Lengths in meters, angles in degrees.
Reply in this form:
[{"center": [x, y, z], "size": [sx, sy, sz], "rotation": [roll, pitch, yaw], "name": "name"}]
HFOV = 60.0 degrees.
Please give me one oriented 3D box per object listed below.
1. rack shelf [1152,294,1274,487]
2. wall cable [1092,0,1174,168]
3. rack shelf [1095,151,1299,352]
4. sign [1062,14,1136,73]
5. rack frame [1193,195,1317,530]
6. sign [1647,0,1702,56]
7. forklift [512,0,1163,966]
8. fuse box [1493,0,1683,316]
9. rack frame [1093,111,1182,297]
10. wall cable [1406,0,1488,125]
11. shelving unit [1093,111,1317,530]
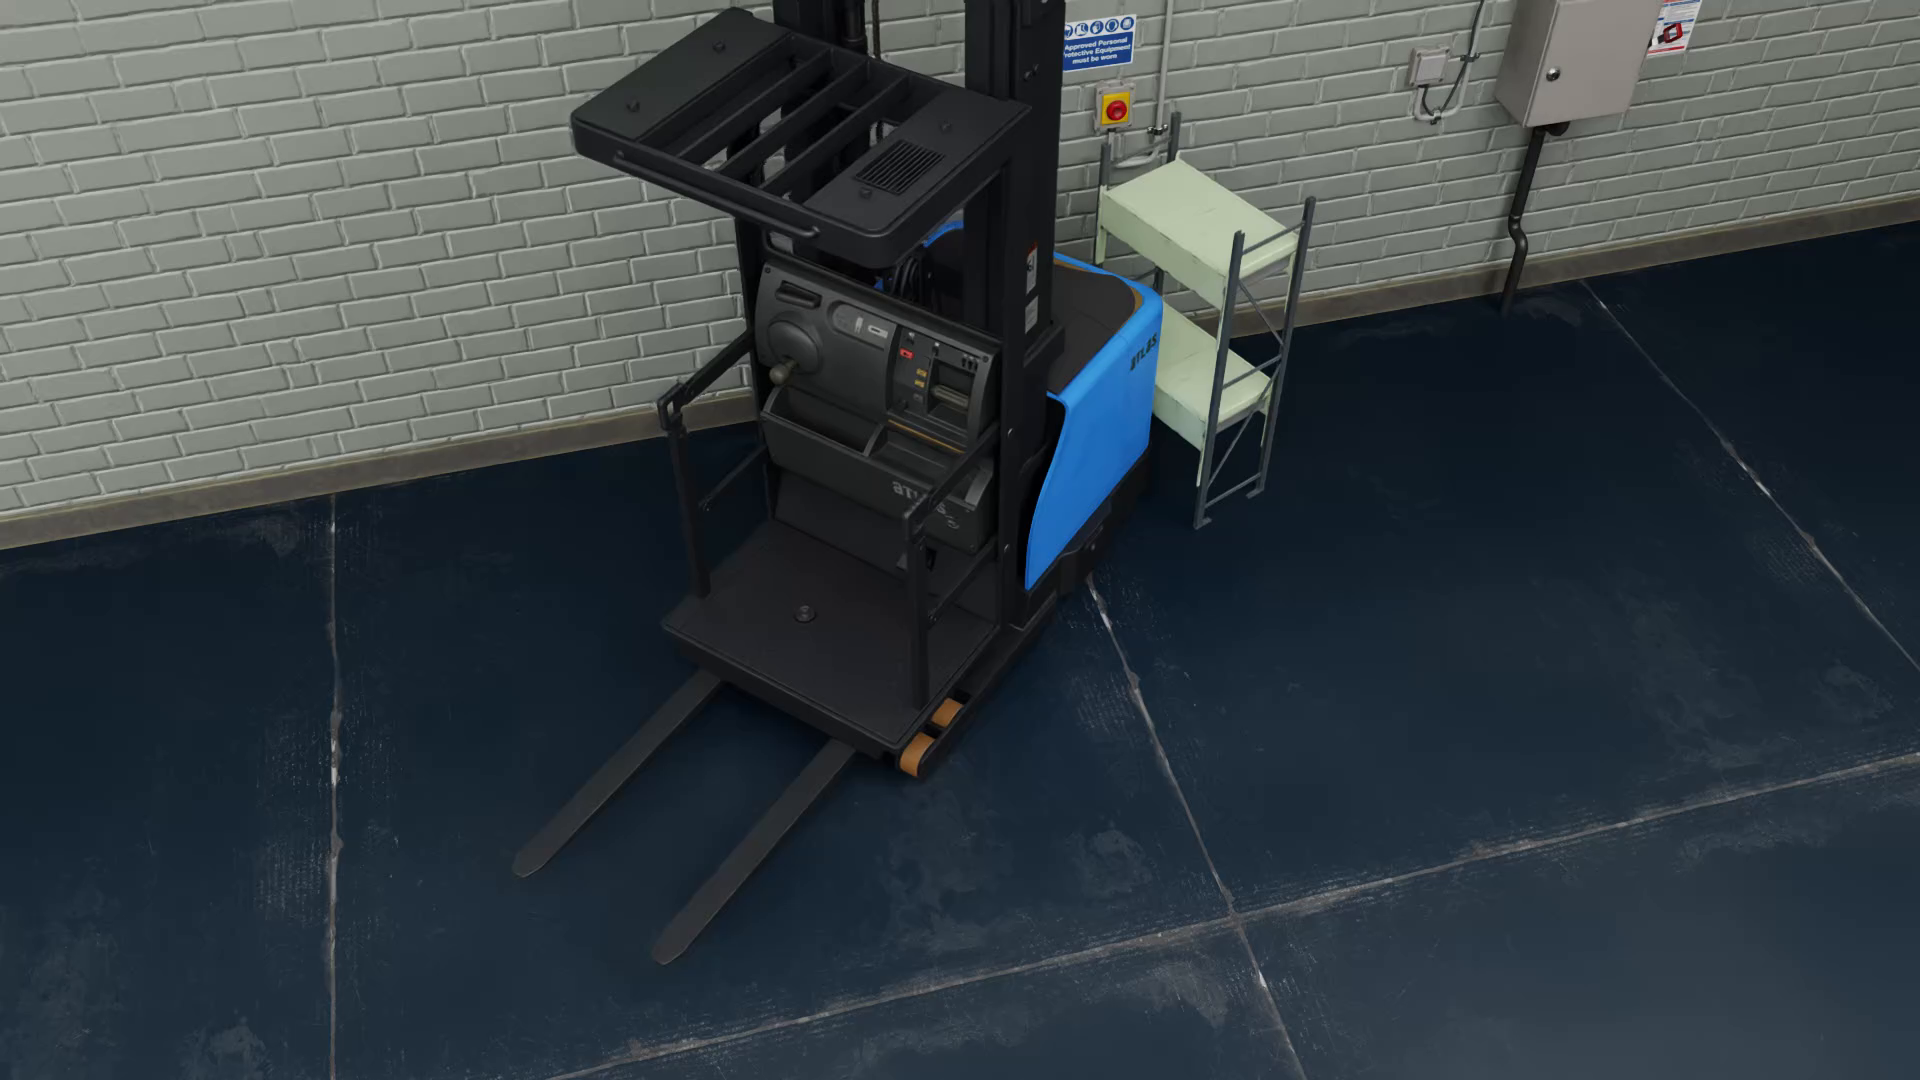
[{"center": [0.930, -0.641, 7.035], "size": [0.431, 0.370, 0.720], "rotation": [-29, 52, -25], "name": "rack shelf"}, {"center": [0.606, -2.225, 6.347], "size": [0.585, 1.953, 0.123], "rotation": [-11, 47, -10], "name": "wall cable"}, {"center": [0.930, -1.142, 6.523], "size": [0.431, 0.370, 0.720], "rotation": [-29, 52, -25], "name": "rack shelf"}, {"center": [0.544, -1.986, 6.658], "size": [0.327, 0.218, 0.001], "rotation": [-11, 47, -10], "name": "sign"}, {"center": [1.153, -0.661, 6.599], "size": [0.400, 1.500, 0.023], "rotation": [-29, 52, -25], "name": "rack frame"}, {"center": [3.098, -2.341, 7.262], "size": [0.329, 0.494, 0.001], "rotation": [-11, 47, -10], "name": "sign"}, {"center": [-0.414, -0.538, 5.476], "size": [1.130, 2.935, 3.031], "rotation": [25, 50, 22], "name": "forklift"}, {"center": [2.674, -1.690, 7.459], "size": [0.539, 1.711, 0.414], "rotation": [-11, 47, -10], "name": "fuse box"}, {"center": [0.708, -1.077, 7.006], "size": [0.400, 1.500, 0.023], "rotation": [-29, 52, -25], "name": "rack frame"}, {"center": [1.974, -2.481, 6.621], "size": [0.588, 1.984, 0.122], "rotation": [-11, 47, -10], "name": "wall cable"}, {"center": [0.930, -0.869, 6.802], "size": [0.431, 1.500, 0.755], "rotation": [-29, 52, -25], "name": "shelving unit"}]
